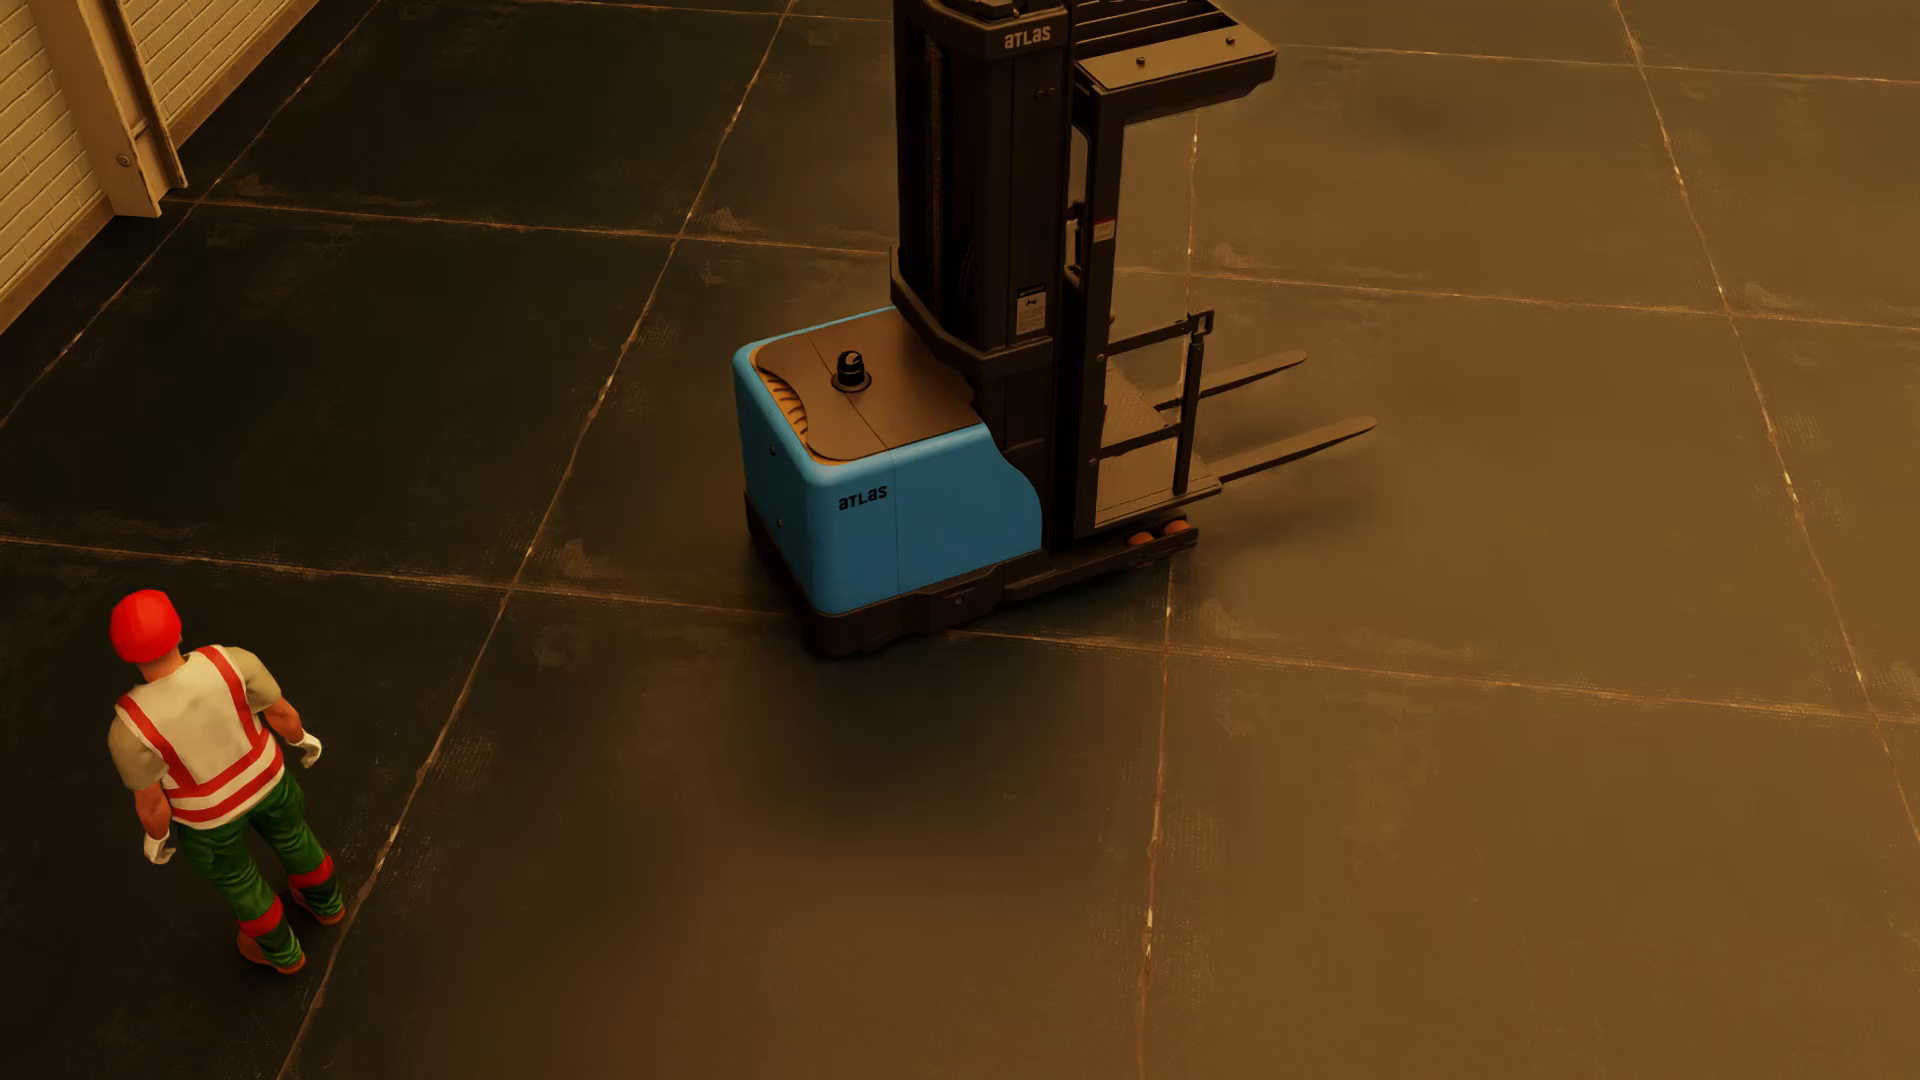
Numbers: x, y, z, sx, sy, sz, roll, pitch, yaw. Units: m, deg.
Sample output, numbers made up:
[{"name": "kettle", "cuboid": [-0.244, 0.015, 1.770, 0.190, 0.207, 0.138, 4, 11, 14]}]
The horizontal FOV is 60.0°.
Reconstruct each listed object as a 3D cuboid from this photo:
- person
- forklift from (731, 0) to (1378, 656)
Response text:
[{"name": "person", "cuboid": [-2.518, 0.824, 5.674, 0.396, 1.792, 0.655, 29, 50, 28]}, {"name": "forklift", "cuboid": [0.551, -1.257, 7.093, 3.031, 2.935, 1.130, -18, 45, -18]}]
